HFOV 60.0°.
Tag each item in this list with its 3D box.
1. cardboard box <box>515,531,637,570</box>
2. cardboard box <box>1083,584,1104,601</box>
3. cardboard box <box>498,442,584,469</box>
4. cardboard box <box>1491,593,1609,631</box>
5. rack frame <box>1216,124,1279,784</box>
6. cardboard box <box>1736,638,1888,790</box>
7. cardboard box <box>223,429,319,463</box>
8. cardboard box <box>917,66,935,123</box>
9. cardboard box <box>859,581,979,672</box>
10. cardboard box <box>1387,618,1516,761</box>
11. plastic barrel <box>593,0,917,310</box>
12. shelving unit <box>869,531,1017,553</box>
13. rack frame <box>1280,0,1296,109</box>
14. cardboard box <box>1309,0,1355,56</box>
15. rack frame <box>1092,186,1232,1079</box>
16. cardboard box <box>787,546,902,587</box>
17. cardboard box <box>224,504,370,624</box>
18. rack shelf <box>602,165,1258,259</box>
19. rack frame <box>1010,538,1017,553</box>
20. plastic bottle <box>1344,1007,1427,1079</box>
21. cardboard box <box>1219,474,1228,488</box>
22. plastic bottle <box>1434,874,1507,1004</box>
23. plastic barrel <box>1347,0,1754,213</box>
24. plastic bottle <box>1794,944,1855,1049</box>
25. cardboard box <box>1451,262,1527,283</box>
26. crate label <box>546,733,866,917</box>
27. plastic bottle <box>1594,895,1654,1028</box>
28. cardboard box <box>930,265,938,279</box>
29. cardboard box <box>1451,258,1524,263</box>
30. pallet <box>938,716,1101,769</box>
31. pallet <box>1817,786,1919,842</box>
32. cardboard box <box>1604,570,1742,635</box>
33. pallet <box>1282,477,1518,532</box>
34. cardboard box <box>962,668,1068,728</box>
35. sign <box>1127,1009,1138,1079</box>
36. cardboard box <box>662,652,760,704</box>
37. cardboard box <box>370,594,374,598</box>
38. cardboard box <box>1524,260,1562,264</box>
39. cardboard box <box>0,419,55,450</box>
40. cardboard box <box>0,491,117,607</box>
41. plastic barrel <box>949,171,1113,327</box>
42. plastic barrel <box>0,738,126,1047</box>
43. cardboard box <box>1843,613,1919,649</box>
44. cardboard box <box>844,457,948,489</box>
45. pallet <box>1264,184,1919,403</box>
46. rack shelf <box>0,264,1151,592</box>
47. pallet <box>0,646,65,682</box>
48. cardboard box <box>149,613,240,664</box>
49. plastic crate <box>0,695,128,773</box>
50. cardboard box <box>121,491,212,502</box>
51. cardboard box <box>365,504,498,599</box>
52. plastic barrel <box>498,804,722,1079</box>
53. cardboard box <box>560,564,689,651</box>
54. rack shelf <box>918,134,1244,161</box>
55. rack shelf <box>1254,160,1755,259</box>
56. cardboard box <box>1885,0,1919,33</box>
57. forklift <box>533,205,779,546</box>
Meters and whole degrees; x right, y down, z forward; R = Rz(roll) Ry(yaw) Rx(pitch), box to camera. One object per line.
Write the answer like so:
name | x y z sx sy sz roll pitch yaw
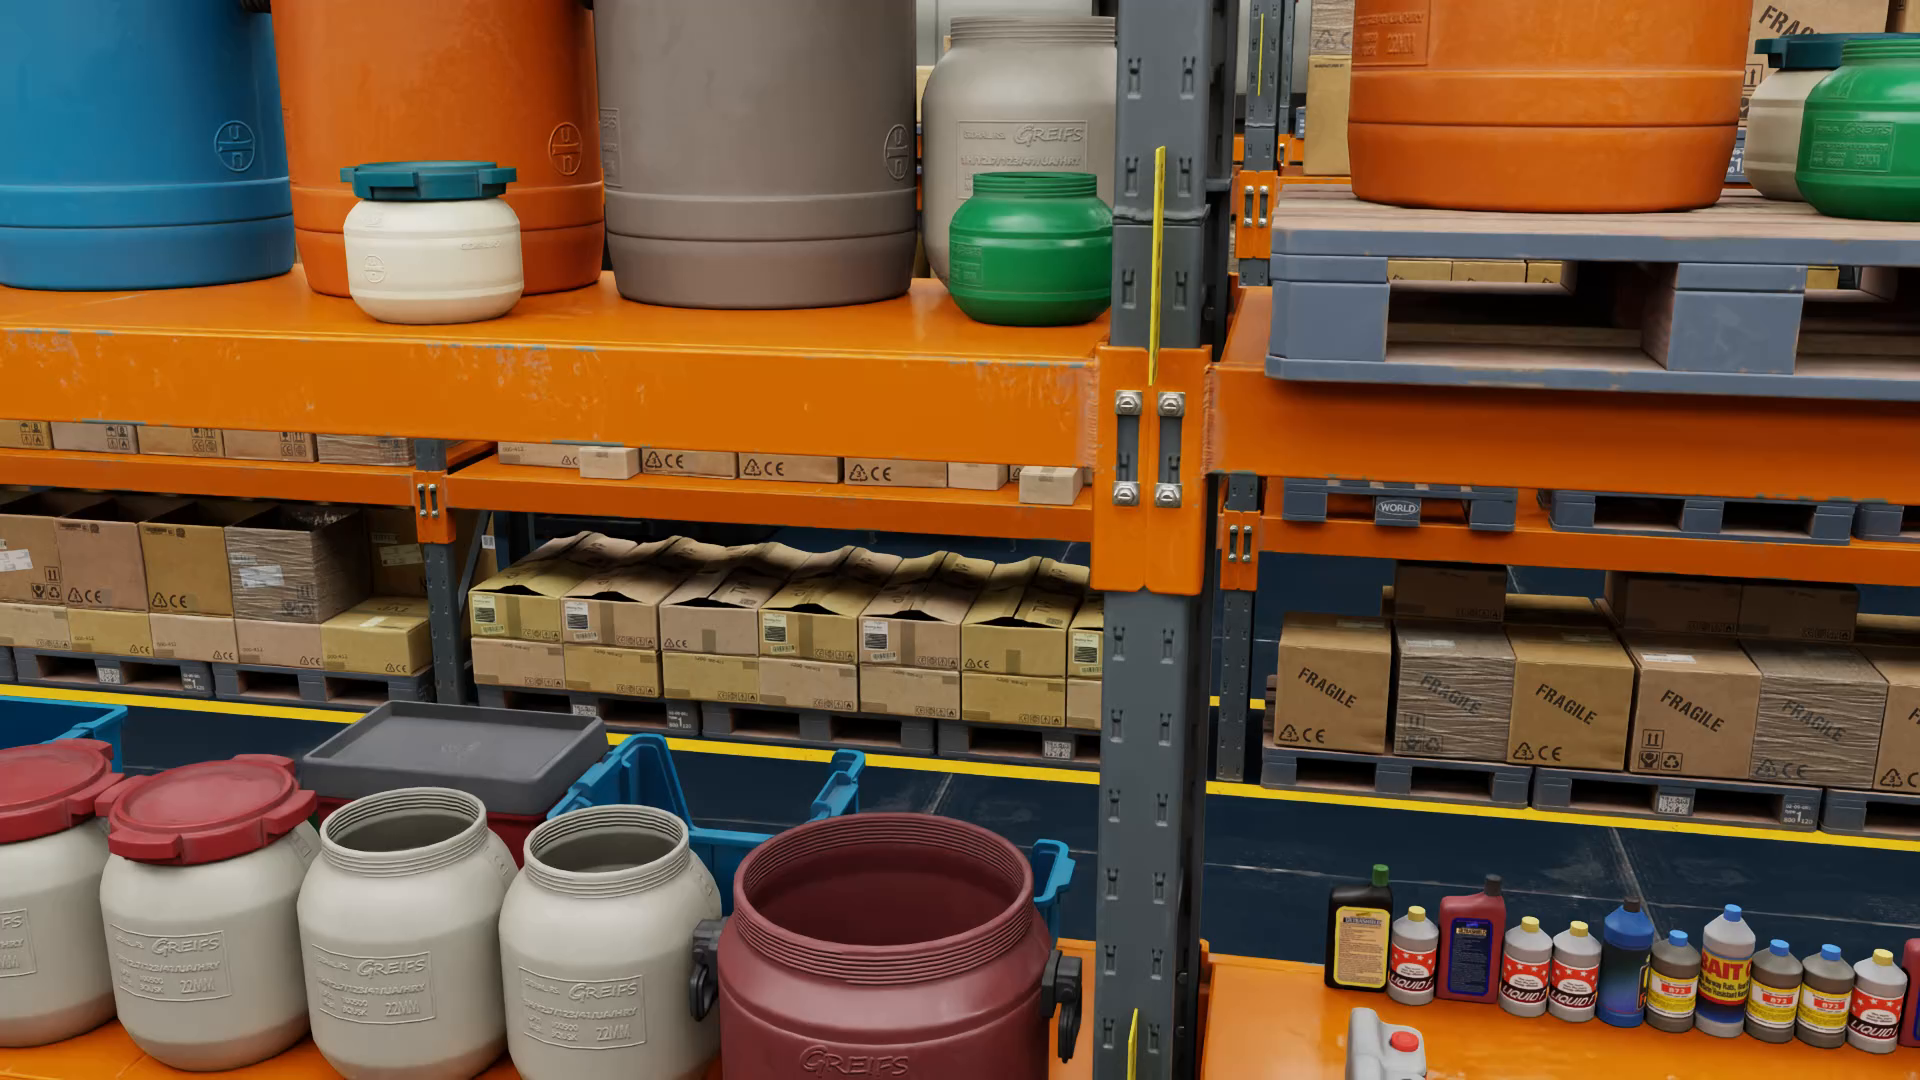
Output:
cardboard box | -2.095 0.157 9.121 0.500 0.311 0.500 3 16 11
cardboard box | 0.916 0.318 8.538 0.500 0.311 0.500 4 16 13
cardboard box | -2.058 -0.555 8.659 0.500 0.250 0.500 4 16 15
cardboard box | 2.841 0.579 8.141 0.500 0.500 0.500 3 16 9
rack frame | 1.371 -0.430 7.924 0.127 3.000 1.000 3 16 11
cardboard box | 3.776 0.769 7.454 0.500 0.500 0.500 3 16 12
cardboard box | -3.503 -0.739 8.853 0.500 0.500 0.700 3 16 11
cardboard box | -0.161 -2.071 7.725 0.500 0.250 0.500 3 16 10
cardboard box | -0.196 0.406 8.221 0.500 0.311 0.500 3 16 11
cardboard box | 2.274 0.688 7.746 0.500 0.500 0.500 3 16 9
plastic barrel | -0.382 -0.922 3.142 0.600 0.901 0.600 0 15 0
shelving unit | -0.084 -0.727 11.808 1.048 1.500 0.538 3 16 11
rack frame | 2.354 -4.617 11.802 0.127 3.000 1.000 3 16 11
cardboard box | 1.797 -2.380 7.287 0.500 0.500 0.500 3 16 11
rack frame | 0.380 0.866 3.247 0.127 3.000 1.000 3 16 11
cardboard box | -0.604 0.238 8.829 0.500 0.311 0.500 3 16 10
cardboard box | -3.535 0.122 8.892 0.500 0.500 0.500 3 16 11
rack shelf | -0.589 -1.635 8.003 4.000 0.370 1.077 3 16 11
rack frame | 0.415 -0.700 11.711 0.032 1.500 0.500 3 16 11
plastic bottle | 0.770 0.994 3.018 0.135 0.276 0.152 3 16 11
cardboard box | 1.023 -0.417 8.047 0.500 0.311 0.500 4 16 15
plastic bottle | 1.087 0.844 3.543 0.133 0.283 0.061 3 16 11
plastic barrel | 0.936 -0.958 2.621 0.708 0.830 0.600 3 16 11
plastic bottle | 1.769 0.926 3.402 0.097 0.201 0.097 0 15 0
cardboard box | 3.777 -1.777 12.006 0.500 0.500 0.500 3 16 11
crate label | -0.540 0.725 3.688 0.616 0.435 0.502 3 16 11
plastic bottle | 1.388 0.872 3.468 0.097 0.271 0.097 0 15 0
cardboard box | 0.124 -2.104 12.958 0.500 0.500 0.700 5 16 19
cardboard box | 3.765 -2.143 11.921 0.500 0.250 0.500 3 16 11
pallet | 0.572 0.860 8.491 1.213 0.211 1.003 3 16 11
pallet | 4.486 1.094 7.648 1.213 0.211 1.003 3 16 11
cardboard box | 3.393 0.245 7.941 0.500 0.250 0.500 3 16 10
pallet | 2.049 -0.319 7.885 1.003 0.211 1.213 3 16 11
cardboard box | 0.301 0.703 8.201 0.500 0.250 0.500 3 16 10
sign | 0.277 0.932 2.704 0.005 0.325 0.100 3 16 11
cardboard box | -1.194 0.621 8.495 0.500 0.250 0.500 3 16 9
cardboard box | -3.432 0.348 9.479 0.500 0.250 0.500 3 16 11
cardboard box | 4.267 -2.117 11.829 0.500 0.250 0.500 3 16 10
cardboard box | -5.013 -0.821 9.148 0.500 0.500 0.700 3 16 11
cardboard box | -5.005 0.042 9.180 0.500 0.500 0.500 3 16 11
plastic barrel | 0.128 -0.504 2.866 0.294 0.245 0.294 0 15 0
plastic barrel | -1.927 0.735 3.465 0.433 0.535 0.433 0 15 0
cardboard box | 4.340 0.661 7.845 0.500 0.500 0.500 3 16 12
cardboard box | -0.277 -0.563 8.217 0.500 0.500 0.500 2 16 8
pallet | 1.110 -0.422 2.632 1.213 0.211 1.003 3 16 11
rack shelf | -1.580 -0.339 3.326 4.000 0.370 1.077 3 16 11
pallet | -5.711 0.518 9.725 1.213 0.211 1.003 3 16 11
cardboard box | -4.028 0.461 9.073 0.500 0.250 0.500 3 16 11
plastic crate | -2.397 0.638 4.099 0.575 0.384 0.392 3 16 11
cardboard box | -4.411 -0.067 9.573 0.500 0.500 0.500 3 16 11
cardboard box | -2.941 0.012 9.287 0.500 0.500 0.500 3 16 11
plastic barrel | -0.671 0.813 3.227 0.421 0.512 0.421 0 15 0
cardboard box | -1.704 0.325 8.512 0.500 0.311 0.500 3 16 10
rack shelf | 0.394 -2.931 12.682 4.000 0.370 1.077 3 16 11
rack shelf | 3.331 -1.422 7.235 4.000 0.370 1.077 3 16 11
cardboard box | 4.152 -2.037 6.945 0.600 0.600 0.600 3 16 10
forklift | -2.775 -1.552 12.105 3.031 2.935 1.130 3 16 12
